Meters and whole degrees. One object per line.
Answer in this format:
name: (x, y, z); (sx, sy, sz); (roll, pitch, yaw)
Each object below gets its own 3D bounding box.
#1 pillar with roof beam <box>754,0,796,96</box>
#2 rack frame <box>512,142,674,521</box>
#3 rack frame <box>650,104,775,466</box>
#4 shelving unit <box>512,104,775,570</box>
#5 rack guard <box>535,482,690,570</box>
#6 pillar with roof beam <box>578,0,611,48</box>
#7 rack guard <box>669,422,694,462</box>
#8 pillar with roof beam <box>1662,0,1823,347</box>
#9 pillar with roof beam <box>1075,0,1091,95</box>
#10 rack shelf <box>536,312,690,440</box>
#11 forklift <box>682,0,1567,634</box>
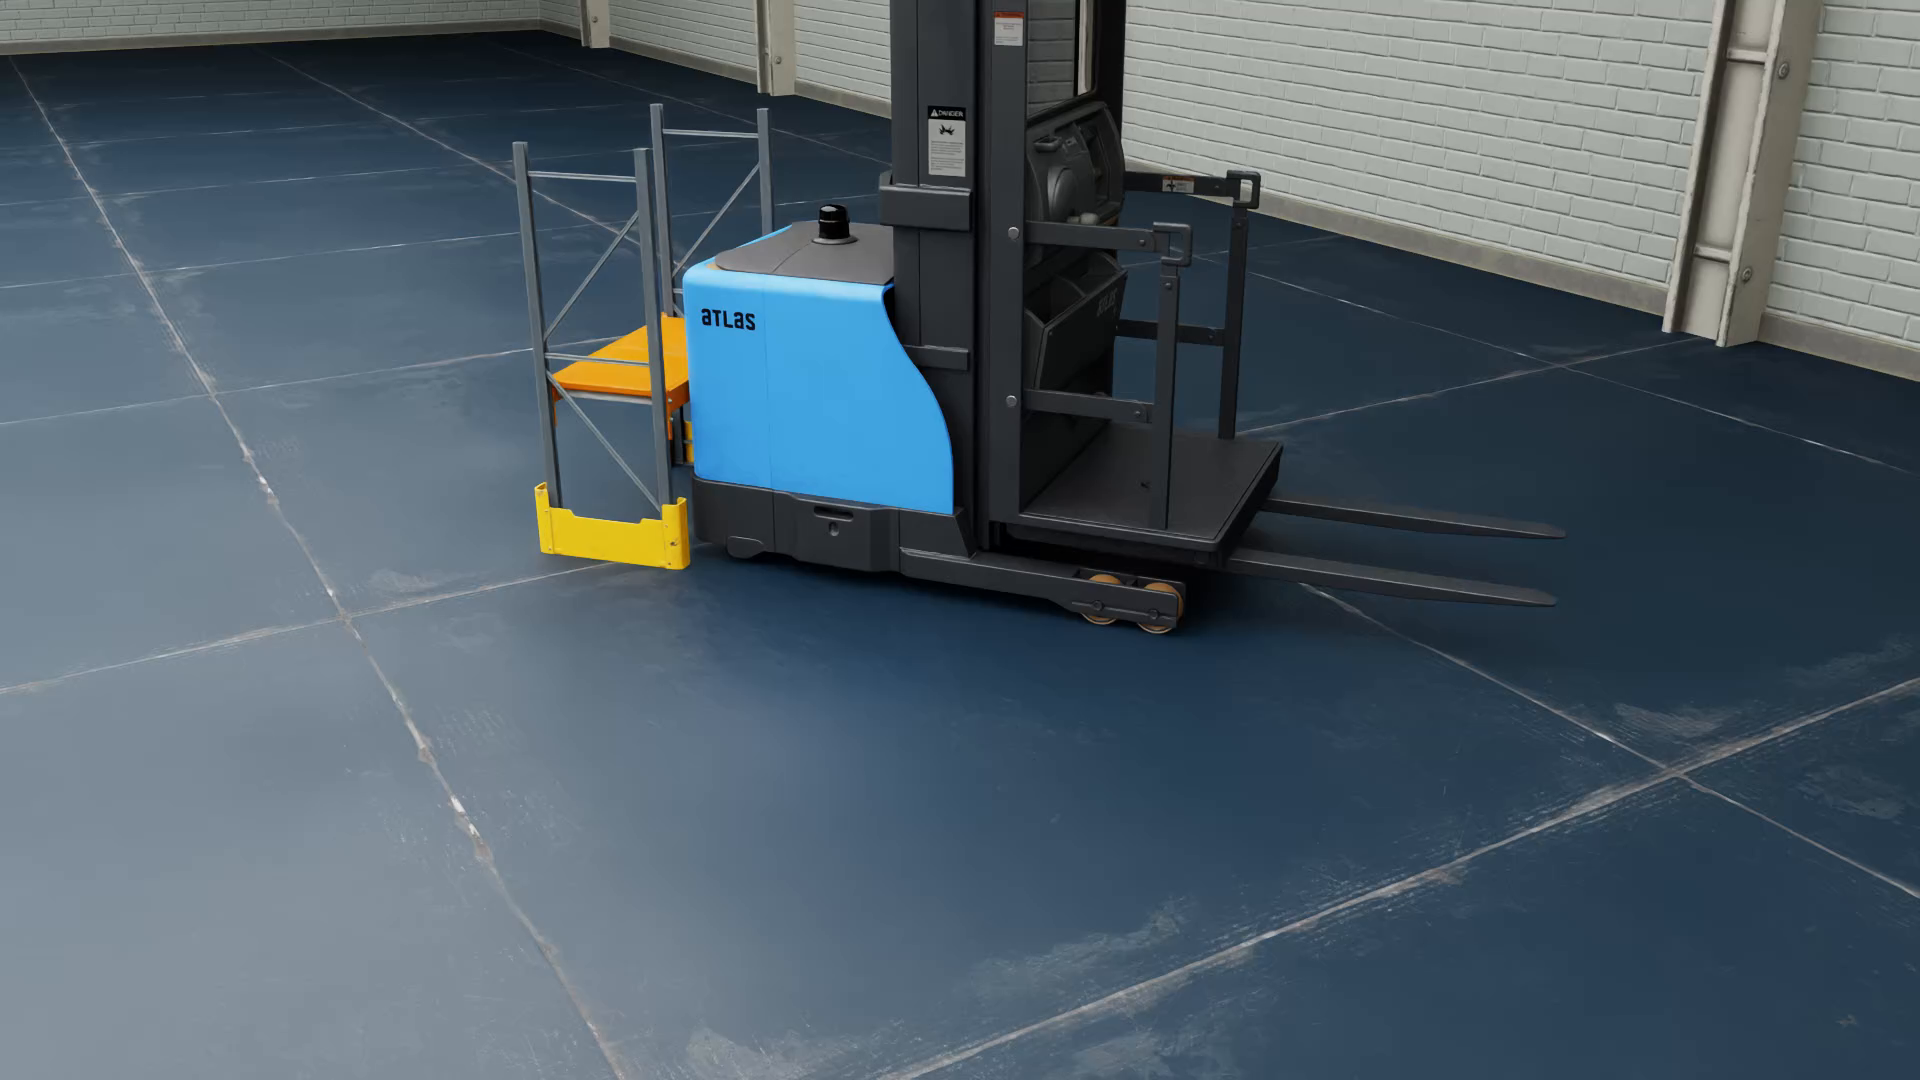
pillar with roof beam: (-5.744, -8.342, 14.883); (9.100, 9.000, 0.400); (-13, 25, -28)
rack frame: (-1.278, -0.631, 5.873); (0.500, 1.500, 0.032); (7, 23, 16)
rack frame: (-0.978, -0.997, 6.773); (0.500, 1.500, 0.032); (7, 23, 16)
shelving unit: (-1.130, -0.811, 6.315); (0.587, 1.500, 1.083); (7, 23, 16)
rack guard: (-1.277, -0.053, 6.110); (0.587, 0.250, 0.087); (7, 23, 16)
pillar with roof beam: (-8.808, -10.284, 19.662); (9.100, 9.000, 0.400); (-13, 25, -28)
rack guard: (-0.983, -0.411, 6.991); (0.587, 0.250, 0.087); (7, 23, 16)
pillar with roof beam: (0.386, -4.457, 5.326); (9.100, 9.000, 0.400); (-13, 25, -28)
pillar with roof beam: (-2.679, -6.399, 10.105); (9.100, 9.000, 0.400); (-13, 25, -28)
rack shelf: (-1.128, -0.648, 6.391); (0.538, 0.185, 1.000); (7, 23, 16)
forklift: (0.582, -1.272, 5.548); (3.031, 2.935, 1.130); (8, 24, 20)
